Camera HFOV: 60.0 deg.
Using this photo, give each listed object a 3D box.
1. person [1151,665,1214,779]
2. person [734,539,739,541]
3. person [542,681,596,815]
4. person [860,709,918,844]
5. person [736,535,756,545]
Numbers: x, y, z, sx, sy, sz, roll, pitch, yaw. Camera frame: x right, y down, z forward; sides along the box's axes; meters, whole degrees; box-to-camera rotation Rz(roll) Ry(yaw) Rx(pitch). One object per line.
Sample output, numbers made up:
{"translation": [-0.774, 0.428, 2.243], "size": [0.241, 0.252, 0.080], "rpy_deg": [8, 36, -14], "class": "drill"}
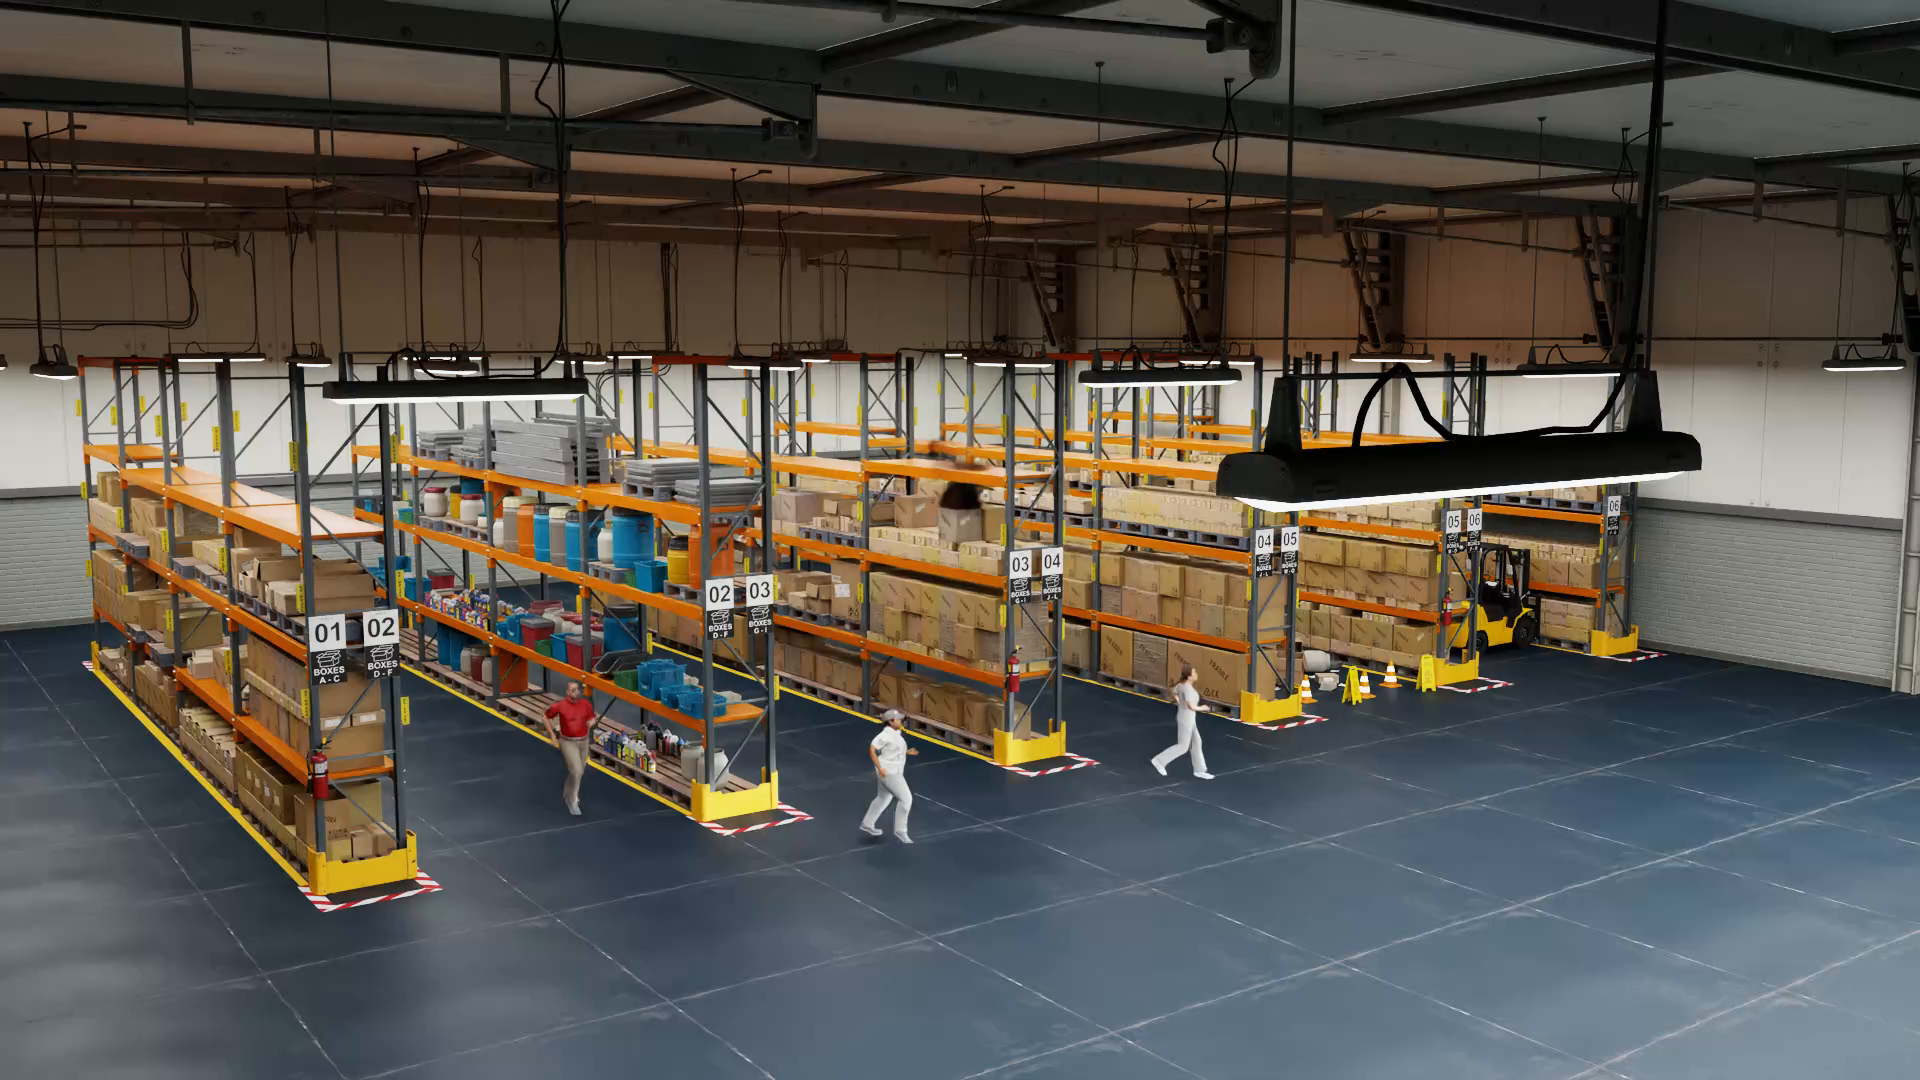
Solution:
{"translation": [3.193, 2.622, 23.857], "size": [0.950, 1.675, 0.577], "rpy_deg": [0, 7, -4], "class": "person"}
{"translation": [-5.603, 0.604, 39.959], "size": [0.761, 1.762, 0.951], "rpy_deg": [1, 7, 10], "class": "person"}
{"translation": [-5.172, 2.790, 22.319], "size": [0.754, 1.798, 0.631], "rpy_deg": [7, 10, 43], "class": "person"}
{"translation": [-0.900, 2.985, 21.020], "size": [0.755, 1.729, 0.589], "rpy_deg": [0, 7, -2], "class": "person"}
{"translation": [-5.319, 0.526, 40.748], "size": [0.718, 1.755, 0.698], "rpy_deg": [3, 8, 26], "class": "person"}
